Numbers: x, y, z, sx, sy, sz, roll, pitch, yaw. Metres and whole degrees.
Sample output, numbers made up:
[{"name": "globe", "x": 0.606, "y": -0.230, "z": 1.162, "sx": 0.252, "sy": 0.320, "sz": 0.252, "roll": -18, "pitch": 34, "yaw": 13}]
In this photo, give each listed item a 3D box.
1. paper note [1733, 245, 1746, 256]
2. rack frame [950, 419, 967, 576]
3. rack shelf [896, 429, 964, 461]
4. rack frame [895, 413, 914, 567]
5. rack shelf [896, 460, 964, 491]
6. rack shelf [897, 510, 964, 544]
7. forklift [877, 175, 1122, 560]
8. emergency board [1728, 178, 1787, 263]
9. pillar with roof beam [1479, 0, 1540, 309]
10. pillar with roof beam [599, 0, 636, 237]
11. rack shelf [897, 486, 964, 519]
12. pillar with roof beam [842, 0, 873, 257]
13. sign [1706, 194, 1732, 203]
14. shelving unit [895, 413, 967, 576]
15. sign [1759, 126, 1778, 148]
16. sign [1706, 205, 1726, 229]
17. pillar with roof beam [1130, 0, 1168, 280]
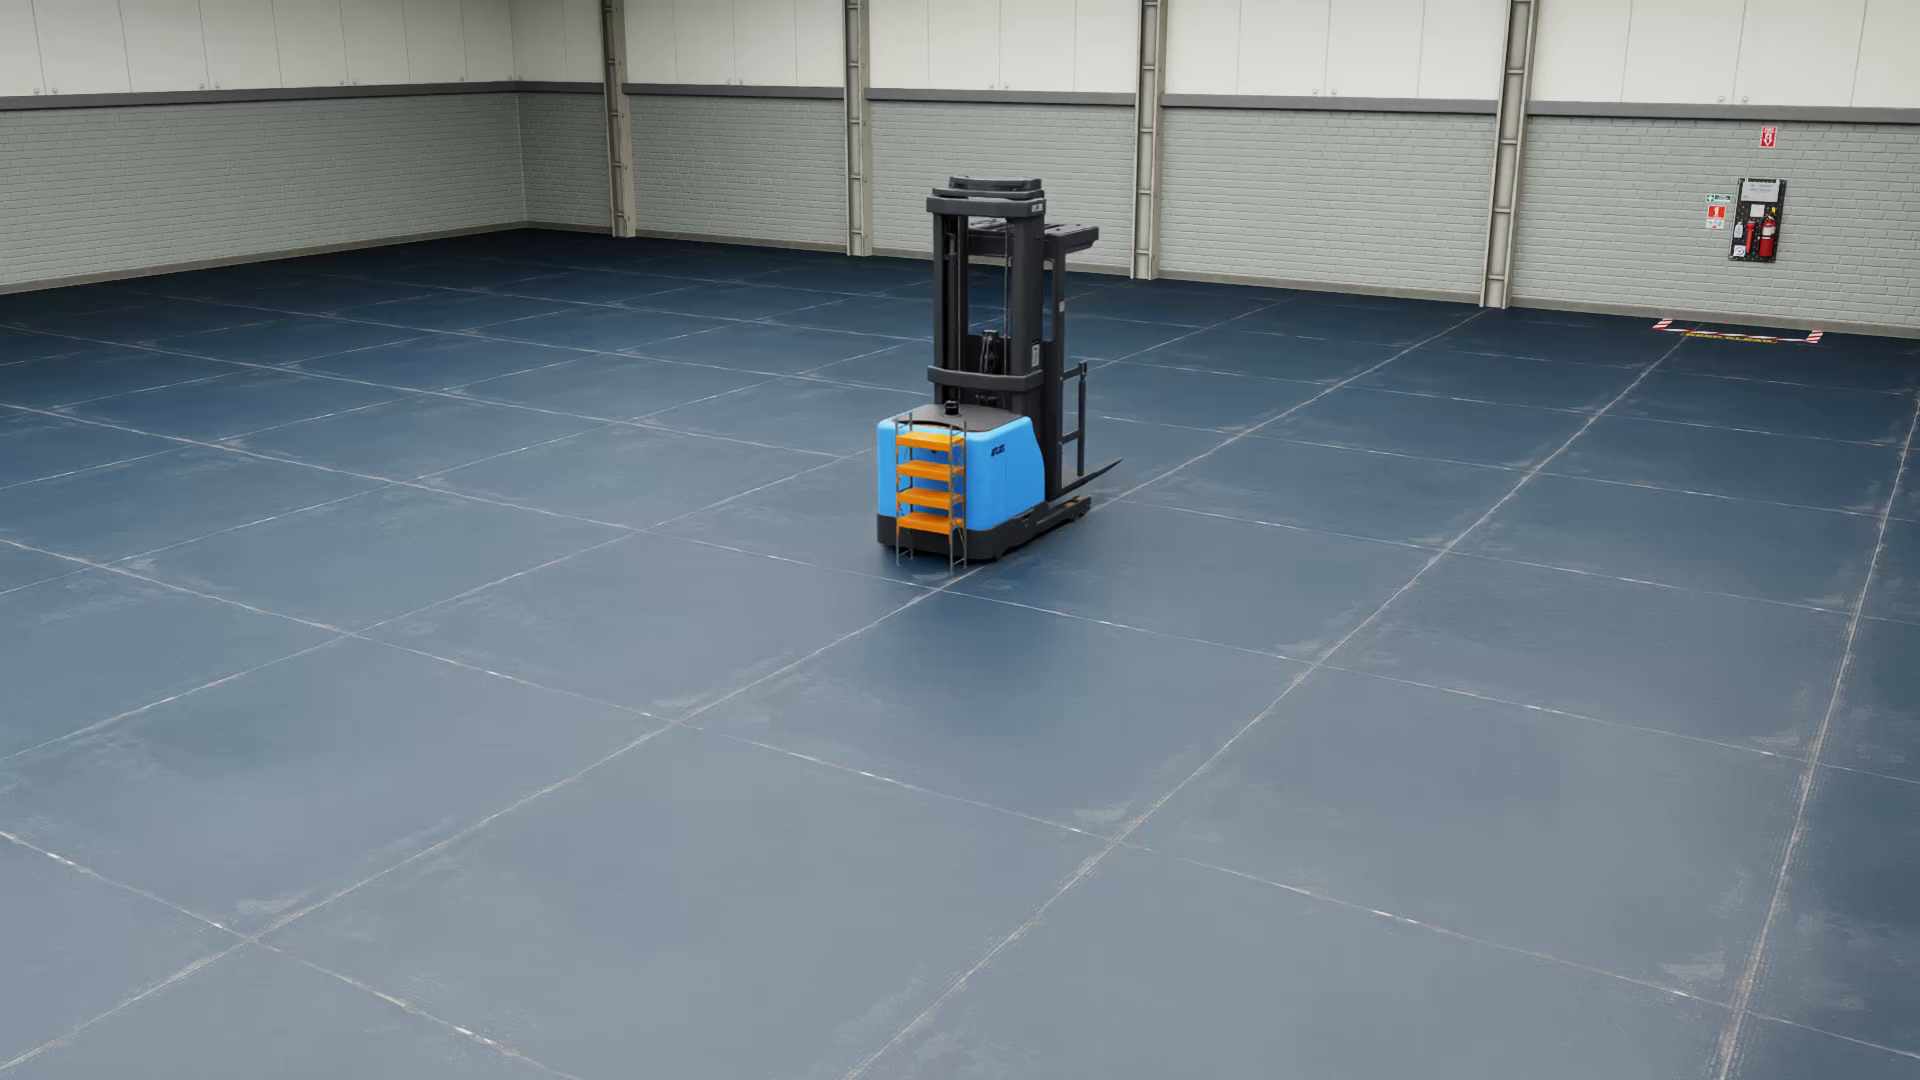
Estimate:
[{"name": "paper note", "x": 11.222, "y": -4.162, "z": 23.937, "sx": 0.142, "sy": 0.148, "sz": 0.016, "roll": 10, "pitch": 20, "yaw": 30}, {"name": "rack frame", "x": -0.013, "y": -0.325, "z": 12.886, "sx": 0.015, "sy": 1.200, "sz": 0.240, "roll": 9, "pitch": 19, "yaw": 28}, {"name": "rack shelf", "x": -0.226, "y": -0.735, "z": 12.886, "sx": 0.480, "sy": 0.148, "sz": 0.258, "roll": 9, "pitch": 19, "yaw": 28}, {"name": "rack frame", "x": -0.439, "y": -0.394, "z": 13.114, "sx": 0.015, "sy": 1.200, "sz": 0.240, "roll": 9, "pitch": 19, "yaw": 28}, {"name": "rack shelf", "x": -0.226, "y": -0.509, "z": 12.954, "sx": 0.480, "sy": 0.148, "sz": 0.258, "roll": 9, "pitch": 19, "yaw": 28}, {"name": "rack shelf", "x": -0.226, "y": -0.105, "z": 13.077, "sx": 0.480, "sy": 0.148, "sz": 0.258, "roll": 9, "pitch": 19, "yaw": 28}, {"name": "forklift", "x": 0.489, "y": -1.624, "z": 14.185, "sx": 1.130, "sy": 2.935, "sz": 3.031, "roll": 9, "pitch": 19, "yaw": 28}, {"name": "emergency board", "x": 11.337, "y": -4.539, "z": 23.664, "sx": 0.643, "sy": 1.169, "sz": 0.194, "roll": 10, "pitch": 20, "yaw": 30}, {"name": "pillar with roof beam", "x": 6.057, "y": -6.871, "z": 21.018, "sx": 0.400, "sy": 9.000, "sz": 9.100, "roll": 10, "pitch": 20, "yaw": 30}, {"name": "pillar with roof beam", "x": -9.281, "y": -9.609, "z": 30.031, "sx": 0.400, "sy": 9.000, "sz": 9.100, "roll": 10, "pitch": 20, "yaw": 30}, {"name": "rack shelf", "x": -0.226, "y": -0.295, "z": 13.019, "sx": 0.480, "sy": 0.148, "sz": 0.258, "roll": 9, "pitch": 19, "yaw": 28}, {"name": "pillar with roof beam", "x": -4.168, "y": -8.696, "z": 27.027, "sx": 0.400, "sy": 9.000, "sz": 9.100, "roll": 10, "pitch": 20, "yaw": 30}, {"name": "sign", "x": 10.919, "y": -4.917, "z": 23.933, "sx": 0.331, "sy": 0.109, "sz": 0.001, "roll": 10, "pitch": 20, "yaw": 30}, {"name": "shelving unit", "x": -0.226, "y": -0.359, "z": 13.000, "sx": 0.503, "sy": 1.200, "sz": 0.258, "roll": 9, "pitch": 19, "yaw": 28}, {"name": "sign", "x": 11.382, "y": -5.674, "z": 23.412, "sx": 0.199, "sy": 0.298, "sz": 0.001, "roll": 10, "pitch": 20, "yaw": 30}, {"name": "sign", "x": 10.920, "y": -4.666, "z": 24.020, "sx": 0.234, "sy": 0.329, "sz": 0.001, "roll": 10, "pitch": 20, "yaw": 30}, {"name": "pillar with roof beam", "x": 0.944, "y": -7.783, "z": 24.022, "sx": 0.400, "sy": 9.000, "sz": 9.100, "roll": 10, "pitch": 20, "yaw": 30}]
